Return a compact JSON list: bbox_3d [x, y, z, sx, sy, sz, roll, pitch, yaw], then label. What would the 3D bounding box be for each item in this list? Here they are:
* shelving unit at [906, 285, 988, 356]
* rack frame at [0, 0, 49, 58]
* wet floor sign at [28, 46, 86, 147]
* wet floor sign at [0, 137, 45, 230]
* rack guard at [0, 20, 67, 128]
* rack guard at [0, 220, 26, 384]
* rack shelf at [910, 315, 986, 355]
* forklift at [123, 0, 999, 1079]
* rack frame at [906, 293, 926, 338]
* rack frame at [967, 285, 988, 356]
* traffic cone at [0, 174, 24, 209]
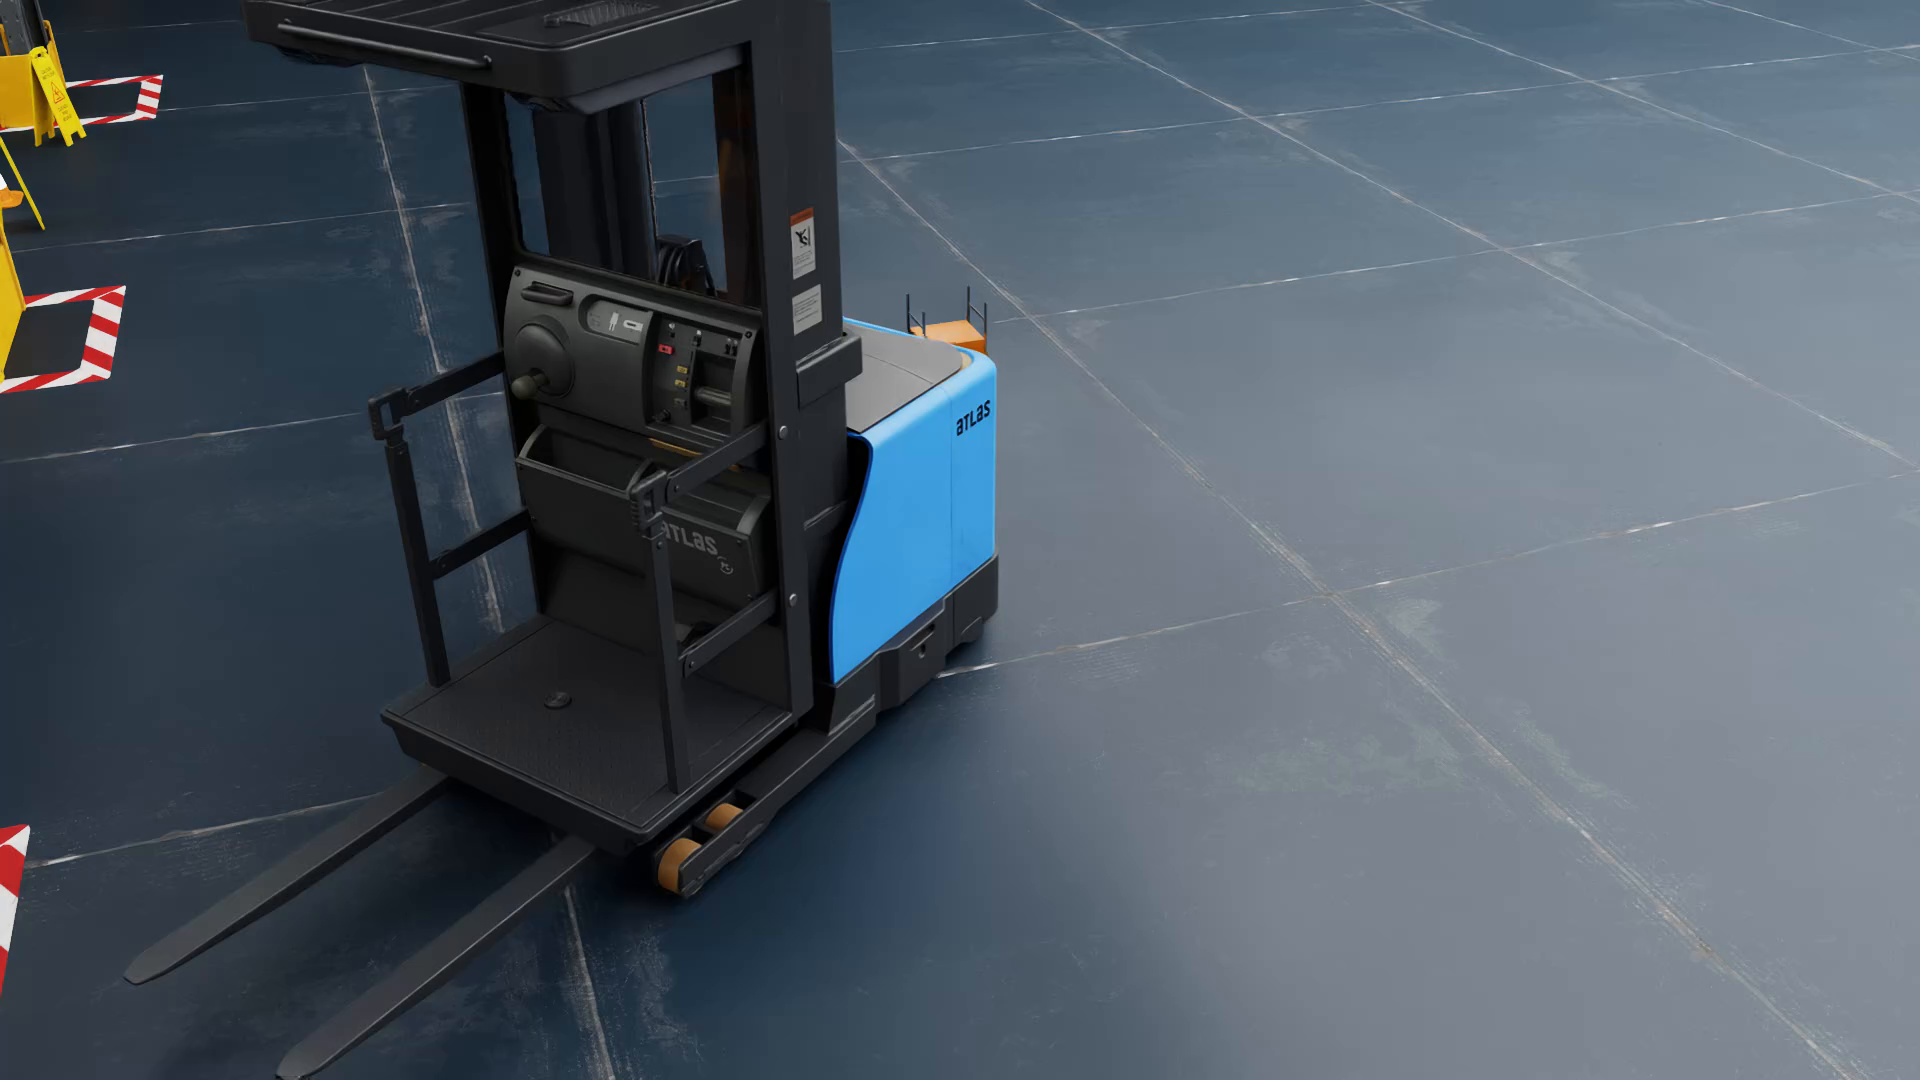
[{"bbox_3d":[-0.050,-0.447,6.474,0.252,1.050,0.215,-10,31,-18],"label":"shelving unit"},{"bbox_3d":[-6.852,-4.562,11.728,0.127,3.000,1.000,-10,31,-18],"label":"rack frame"},{"bbox_3d":[-6.301,-3.076,11.497,0.232,0.644,0.267,0,30,0],"label":"wet floor sign"},{"bbox_3d":[-5.694,-2.184,9.931,0.232,0.644,0.267,-16,33,-26],"label":"wet floor sign"},{"bbox_3d":[-6.923,-3.463,12.324,0.348,0.500,1.175,-10,31,-18],"label":"rack guard"},{"bbox_3d":[-5.008,-1.201,8.353,0.348,0.500,1.175,-10,31,-18],"label":"rack guard"},{"bbox_3d":[-0.050,-0.684,6.339,0.240,0.259,0.215,-10,31,-18],"label":"rack shelf"},{"bbox_3d":[-1.077,-0.490,4.650,1.130,2.935,3.031,18,34,28],"label":"forklift"},{"bbox_3d":[-0.165,-0.426,6.437,0.008,1.050,0.200,-10,31,-18],"label":"rack frame"},{"bbox_3d":[0.064,-0.468,6.511,0.008,1.050,0.200,-10,31,-18],"label":"rack frame"},{"bbox_3d":[-6.099,-2.331,10.374,0.334,0.463,0.336,-10,31,-18],"label":"traffic cone"}]
